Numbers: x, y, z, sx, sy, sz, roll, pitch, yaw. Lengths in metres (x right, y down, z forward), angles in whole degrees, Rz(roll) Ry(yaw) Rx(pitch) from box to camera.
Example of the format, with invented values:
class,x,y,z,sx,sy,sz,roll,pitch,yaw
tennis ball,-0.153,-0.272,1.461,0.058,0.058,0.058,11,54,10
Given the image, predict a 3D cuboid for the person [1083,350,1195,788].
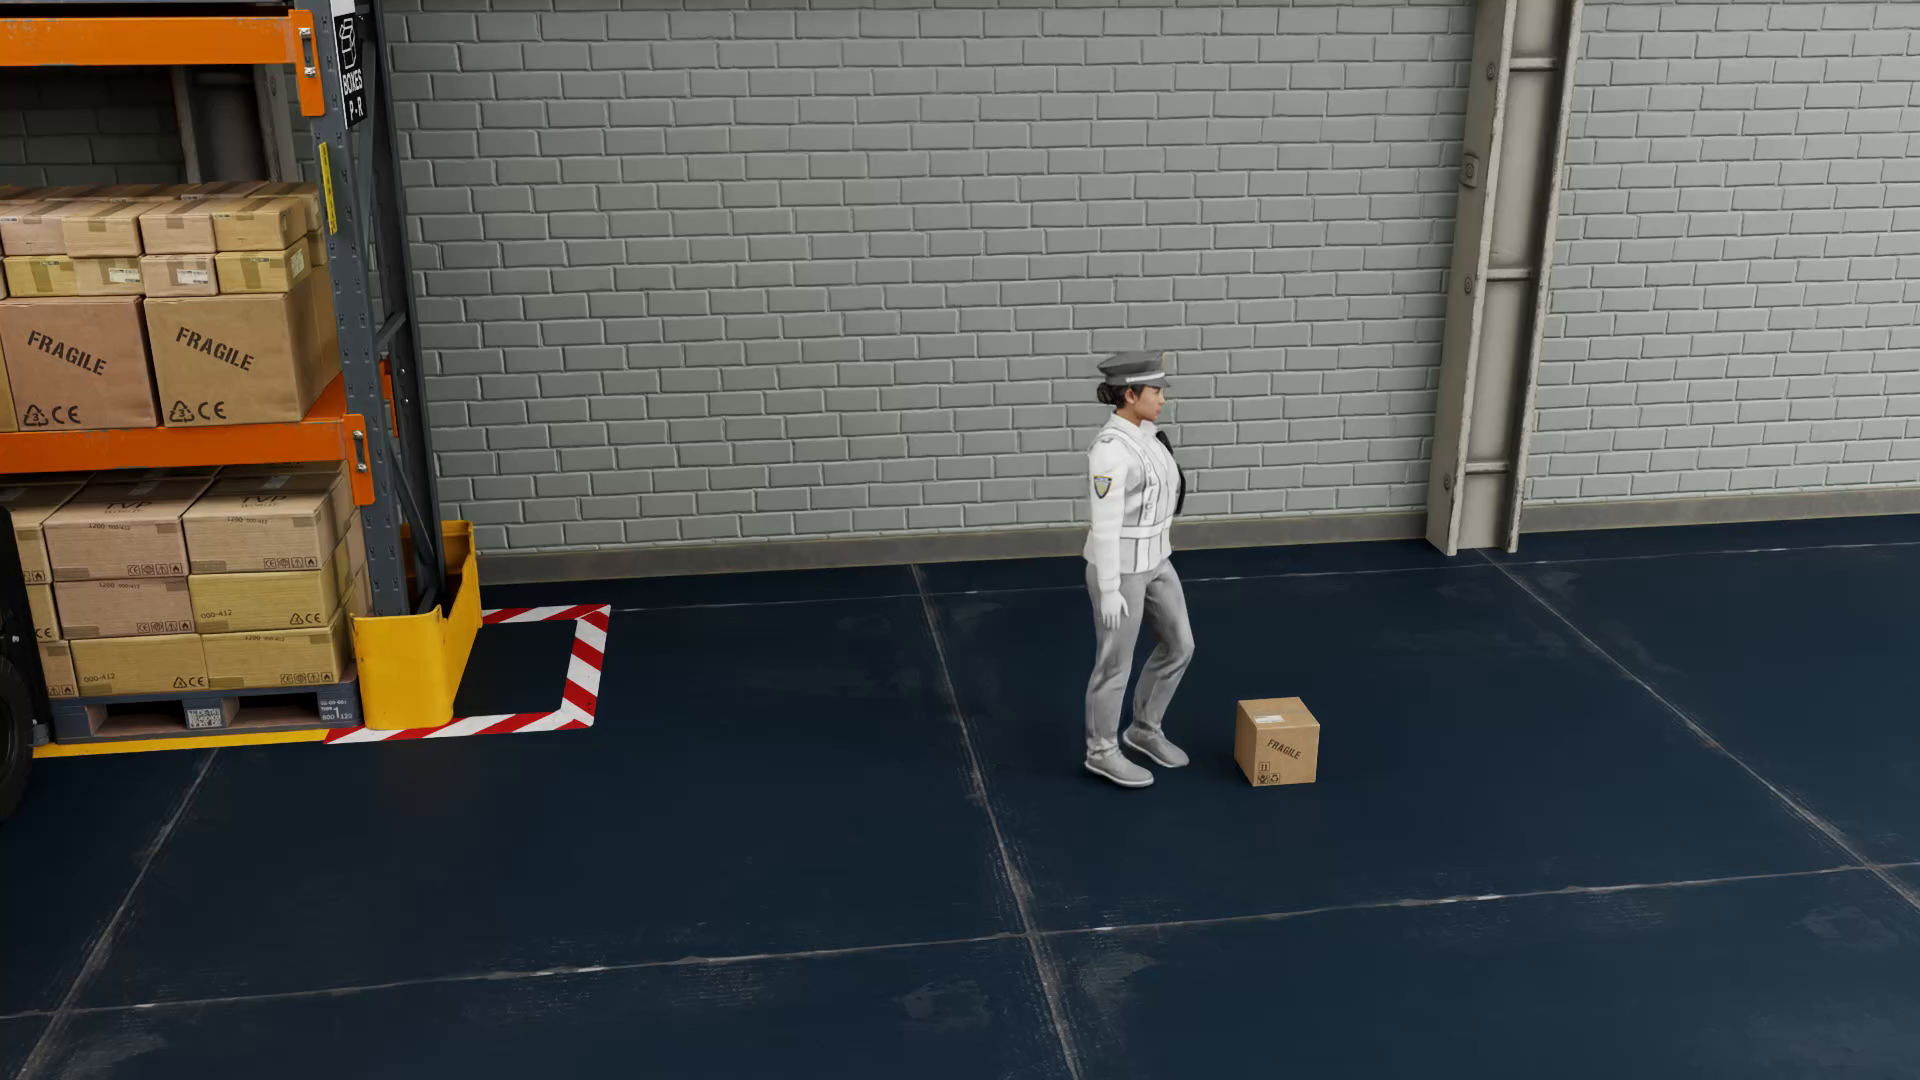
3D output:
class,x,y,z,sx,sy,sz,roll,pitch,yaw
person,0.652,0.139,6.198,0.376,1.712,0.518,10,23,26
